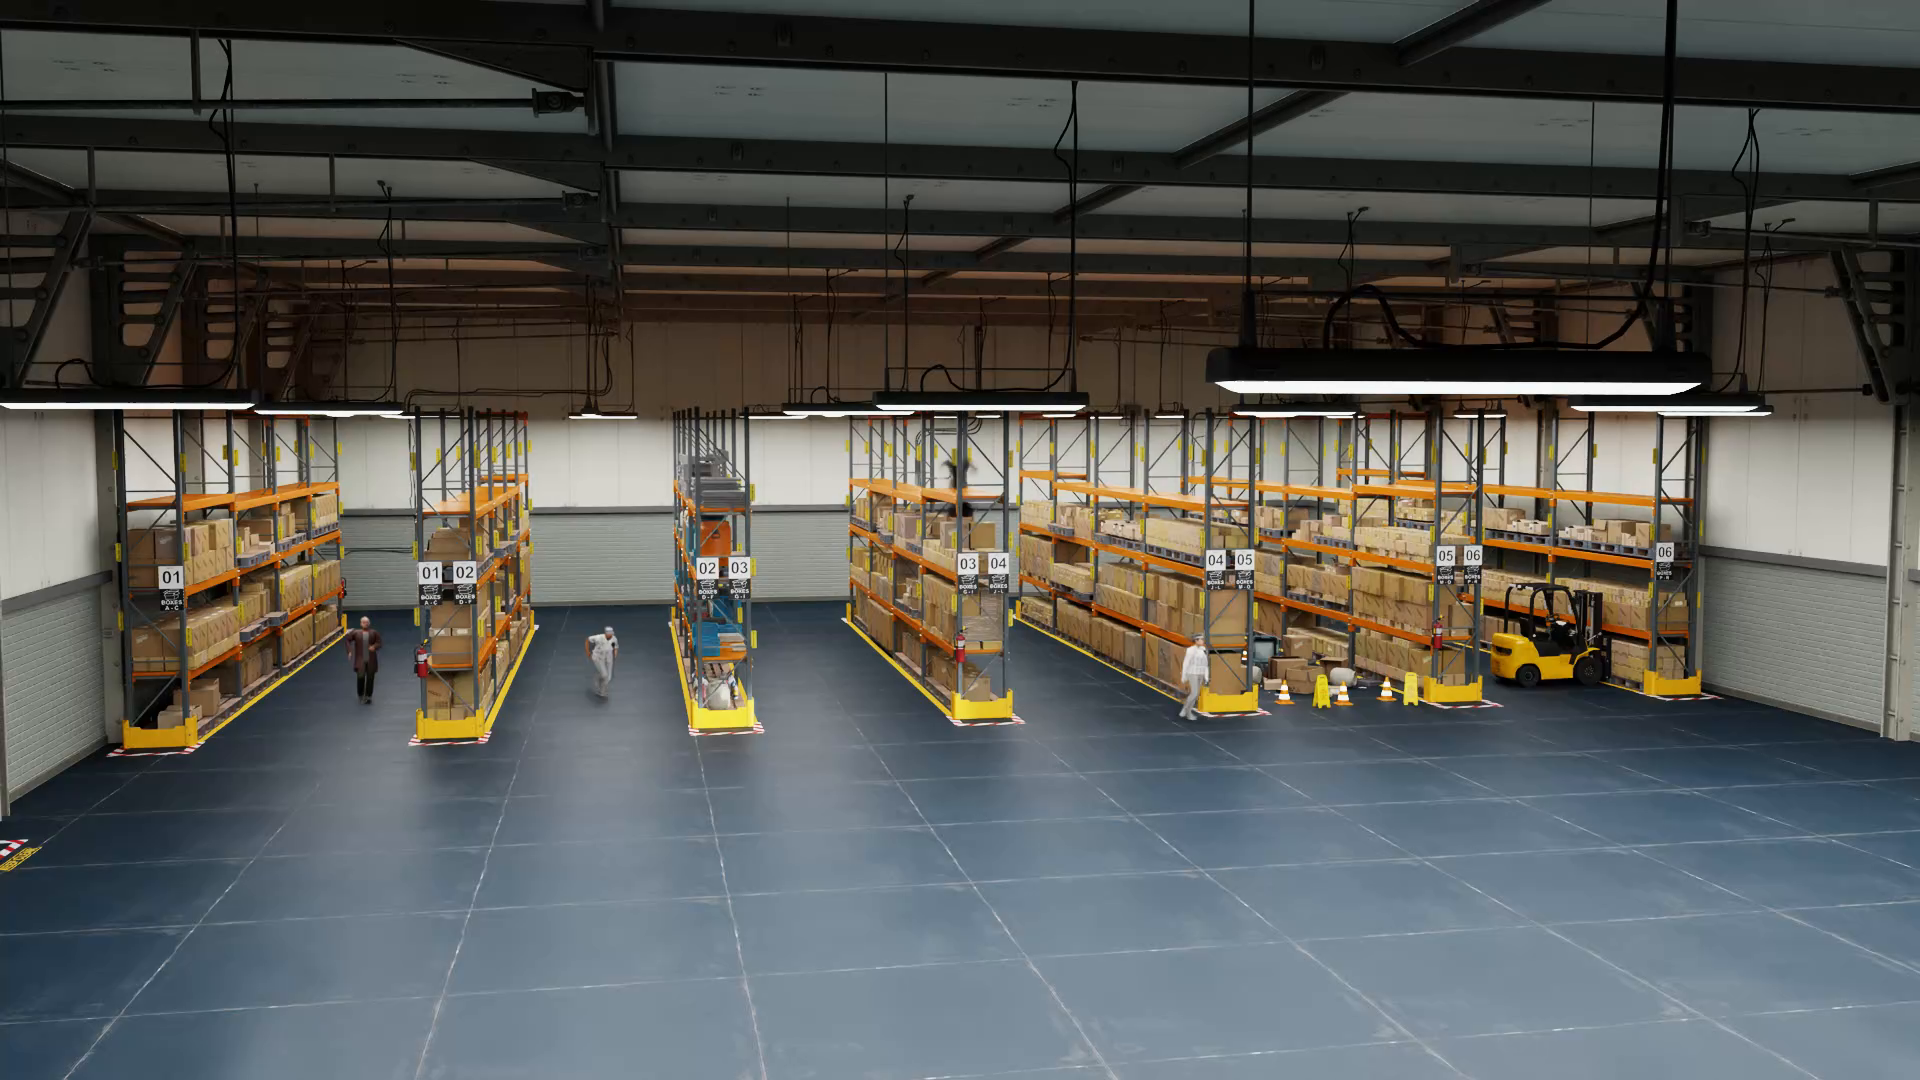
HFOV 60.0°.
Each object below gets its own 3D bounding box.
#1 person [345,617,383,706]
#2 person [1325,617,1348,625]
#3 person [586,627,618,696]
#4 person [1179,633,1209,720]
[{"bbox_3d":[-12.025,2.451,33.602,0.703,1.791,0.764,-2,4,-24],"label":"person"},{"bbox_3d":[10.617,1.545,46.571,0.649,1.748,0.975,-3,5,-36],"label":"person"},{"bbox_3d":[-7.422,2.520,34.488,0.645,1.500,0.861,-3,5,-34],"label":"person"},{"bbox_3d":[4.499,2.615,31.944,0.595,1.692,0.446,-3,5,-36],"label":"person"}]
